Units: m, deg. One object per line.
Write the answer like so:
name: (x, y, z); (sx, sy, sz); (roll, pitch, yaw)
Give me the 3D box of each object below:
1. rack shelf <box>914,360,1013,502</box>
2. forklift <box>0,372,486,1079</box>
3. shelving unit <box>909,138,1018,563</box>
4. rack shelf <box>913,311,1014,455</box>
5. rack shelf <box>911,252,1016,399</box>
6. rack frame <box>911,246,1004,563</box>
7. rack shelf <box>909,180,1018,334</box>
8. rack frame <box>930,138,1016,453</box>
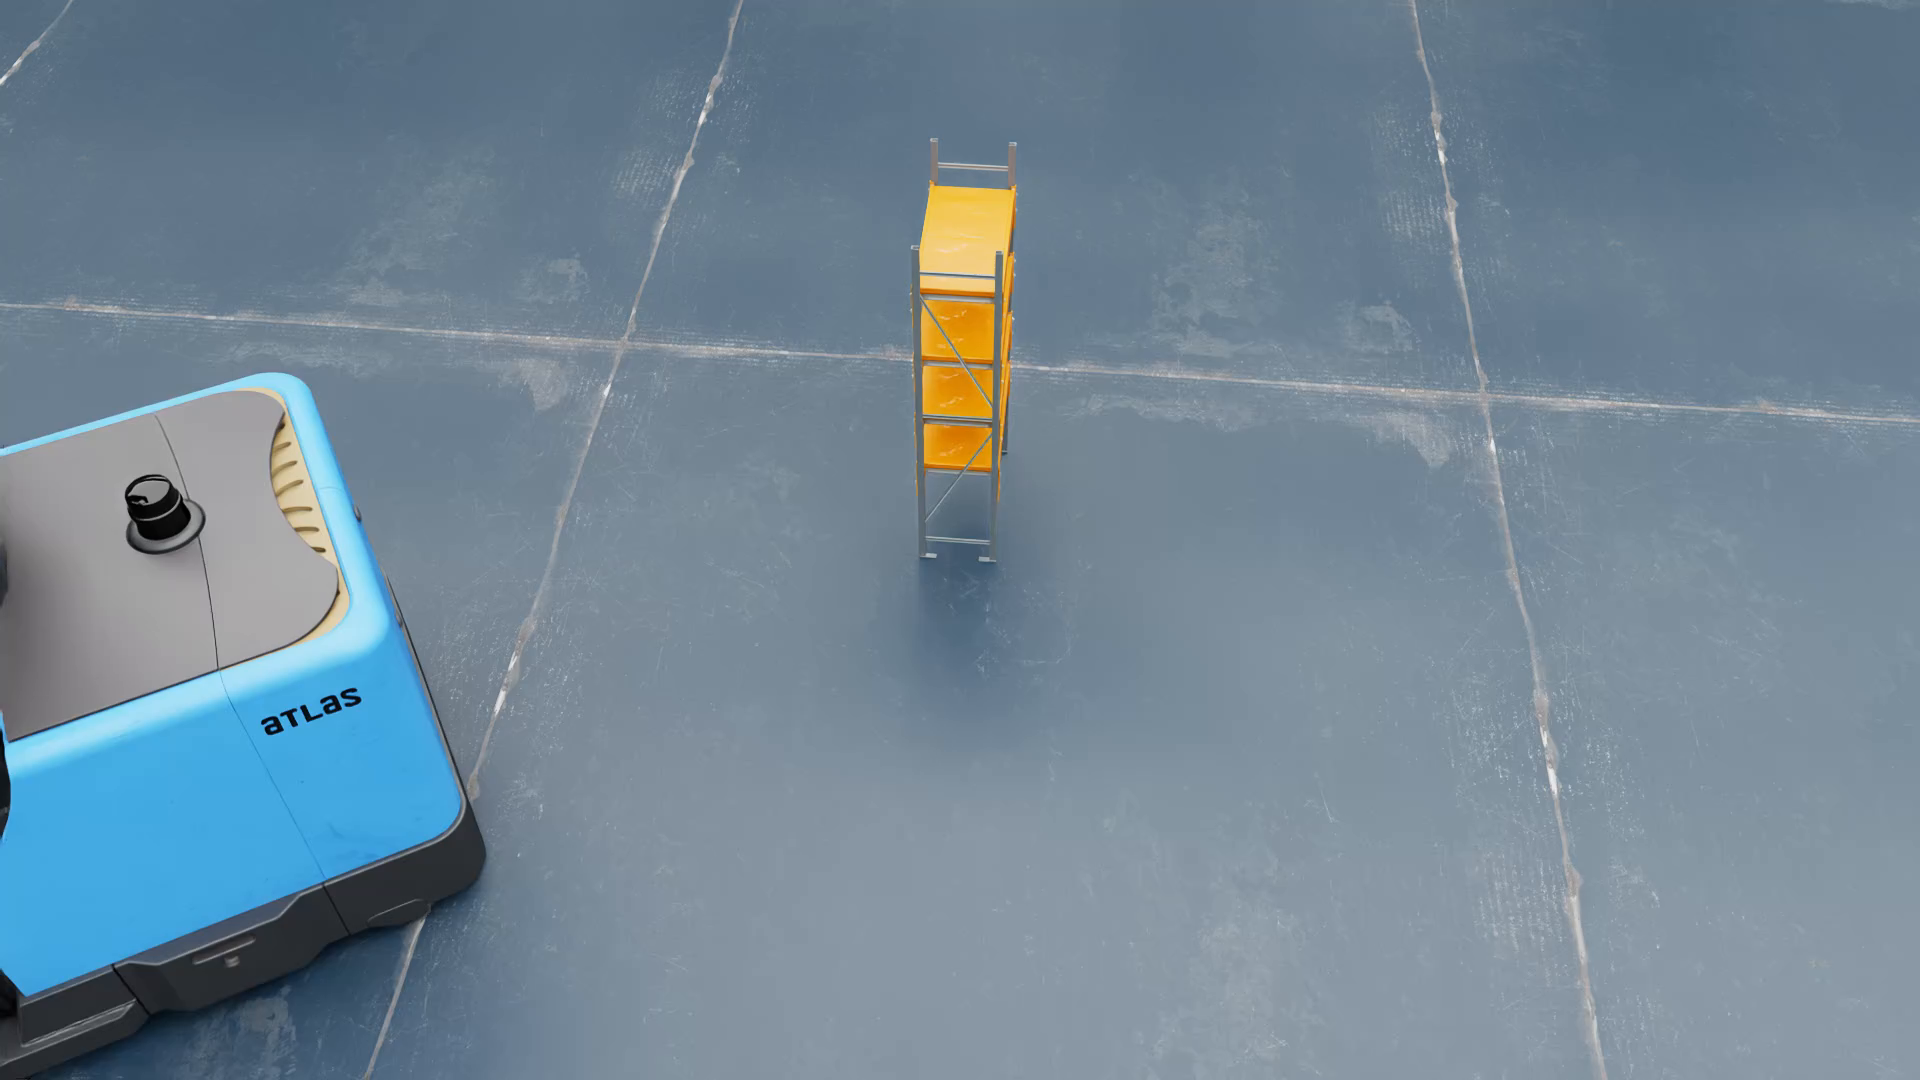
rack shelf: (0.015, -0.347, 5.115); (0.258, 0.148, 0.480); (4, 48, 4)
forklift: (-2.803, 0.094, 3.178); (3.031, 2.935, 1.130); (-20, 51, -18)
shelving unit: (0.015, -0.527, 4.919); (0.258, 1.200, 0.503); (4, 48, 4)
rack shelf: (0.015, -0.481, 4.968); (0.258, 0.148, 0.480); (4, 48, 4)
rack shelf: (0.015, -0.632, 4.803); (0.258, 0.148, 0.480); (4, 48, 4)
rack frame: (-0.007, -0.347, 4.755); (0.240, 1.200, 0.015); (4, 48, 4)
rack shelf: (0.015, -0.792, 4.629); (0.258, 0.148, 0.480); (4, 48, 4)
rack frame: (0.037, -0.706, 5.082); (0.240, 1.200, 0.015); (4, 48, 4)
